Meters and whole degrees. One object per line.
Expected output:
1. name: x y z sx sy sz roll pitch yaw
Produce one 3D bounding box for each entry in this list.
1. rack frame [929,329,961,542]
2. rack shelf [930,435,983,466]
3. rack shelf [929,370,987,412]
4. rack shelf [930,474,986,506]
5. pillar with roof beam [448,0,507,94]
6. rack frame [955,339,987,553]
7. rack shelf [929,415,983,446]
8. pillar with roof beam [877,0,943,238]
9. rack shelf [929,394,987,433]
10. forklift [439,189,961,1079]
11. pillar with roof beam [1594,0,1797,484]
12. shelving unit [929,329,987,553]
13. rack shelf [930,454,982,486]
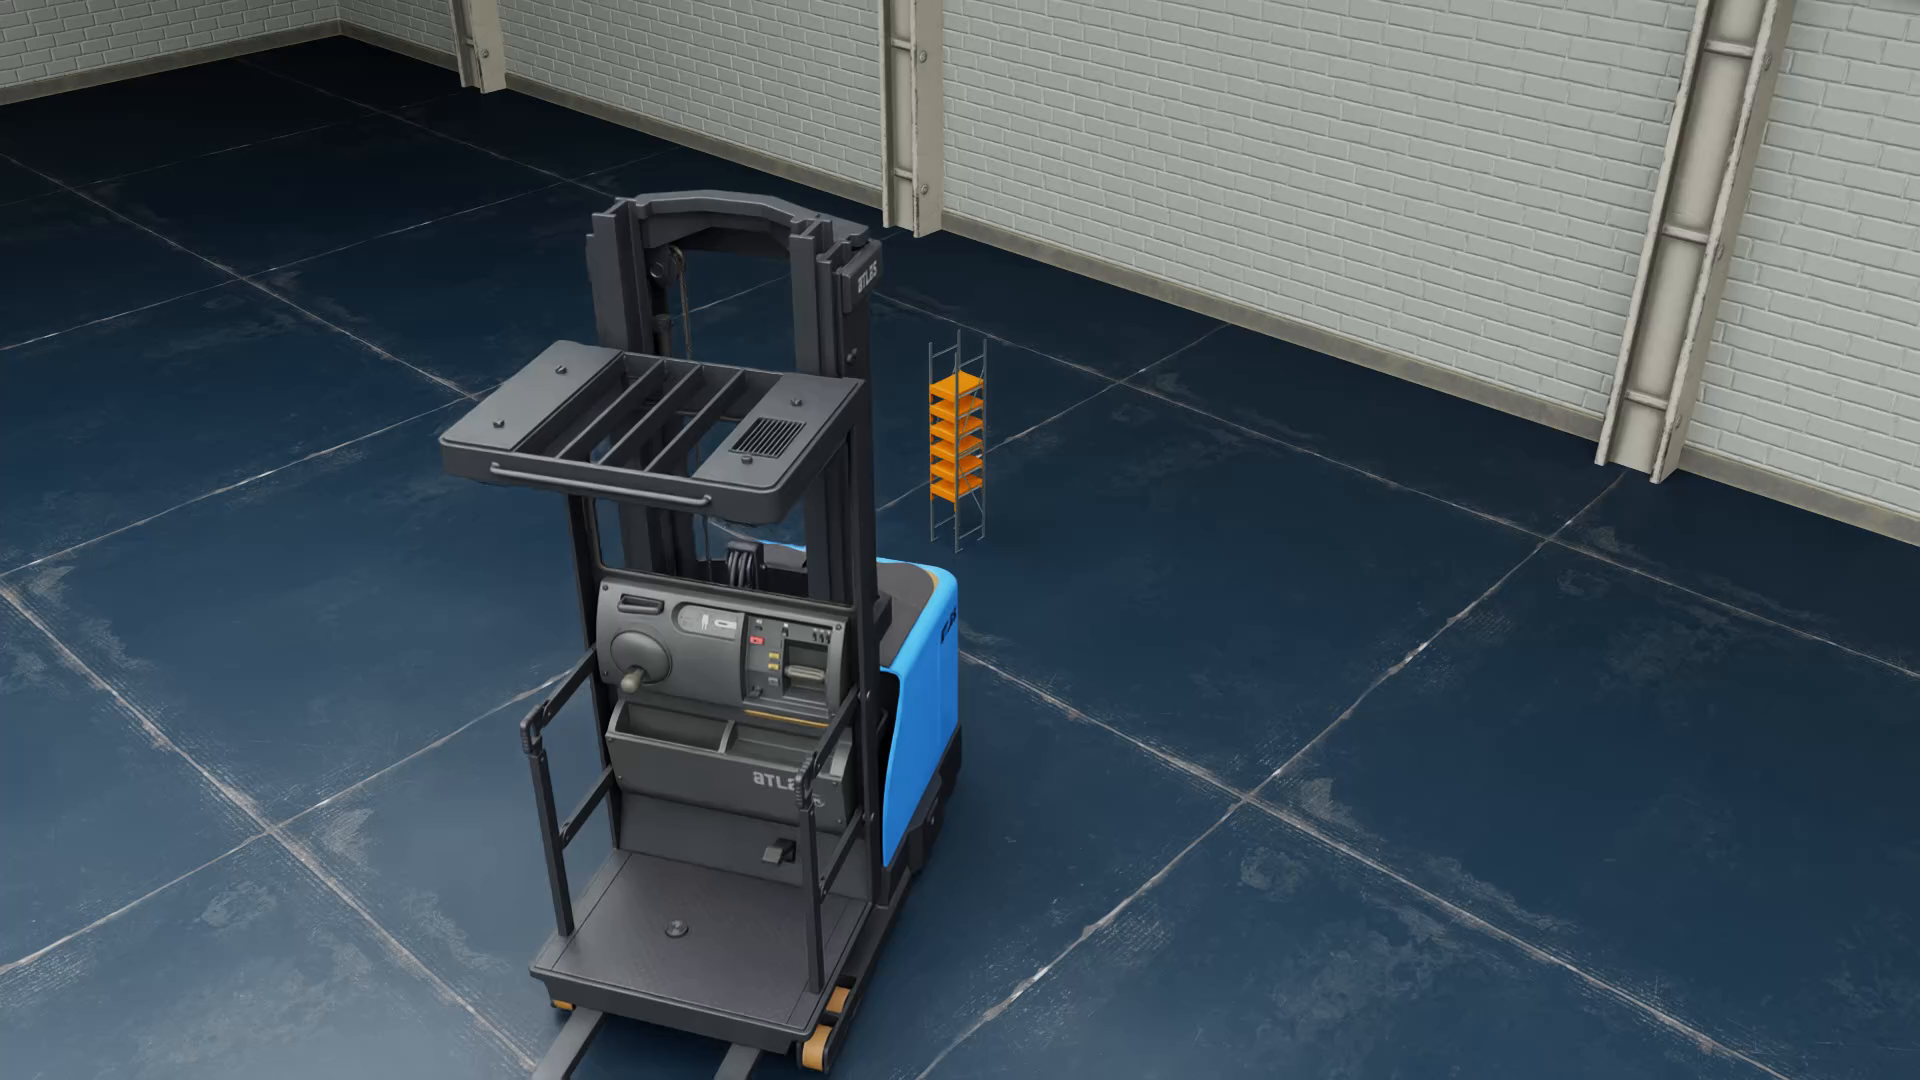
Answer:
1. rack frame: -0.079 -0.551 9.001 0.006 1.200 0.240 25 39 35
2. rack shelf: -0.011 -0.481 8.972 0.180 0.103 0.258 25 39 35
3. rack shelf: -0.011 -0.789 8.786 0.180 0.103 0.258 25 39 35
4. rack shelf: -0.011 -0.275 9.096 0.180 0.103 0.258 25 39 35
5. pillar with roof beam: -7.716 -6.818 11.850 0.400 9.000 9.100 25 39 35
6. rack frame: 0.057 -0.487 8.896 0.006 1.200 0.240 25 39 35
7. rack shelf: -0.011 -0.584 8.910 0.180 0.103 0.258 25 39 35
8. pillar with roof beam: -3.267 -4.741 8.400 0.400 9.000 9.100 25 39 35
9. rack shelf: -0.011 -0.687 8.848 0.180 0.103 0.258 25 39 35
10. forklift: -0.905 0.442 5.674 1.130 2.935 3.031 9 32 14
11. pillar with roof beam: 1.182 -2.664 4.951 0.400 9.000 9.100 25 39 35
12. shelving unit: -0.011 -0.519 8.949 0.189 1.200 0.258 25 39 35
13. rack shelf: -0.011 -0.378 9.034 0.180 0.103 0.258 25 39 35
